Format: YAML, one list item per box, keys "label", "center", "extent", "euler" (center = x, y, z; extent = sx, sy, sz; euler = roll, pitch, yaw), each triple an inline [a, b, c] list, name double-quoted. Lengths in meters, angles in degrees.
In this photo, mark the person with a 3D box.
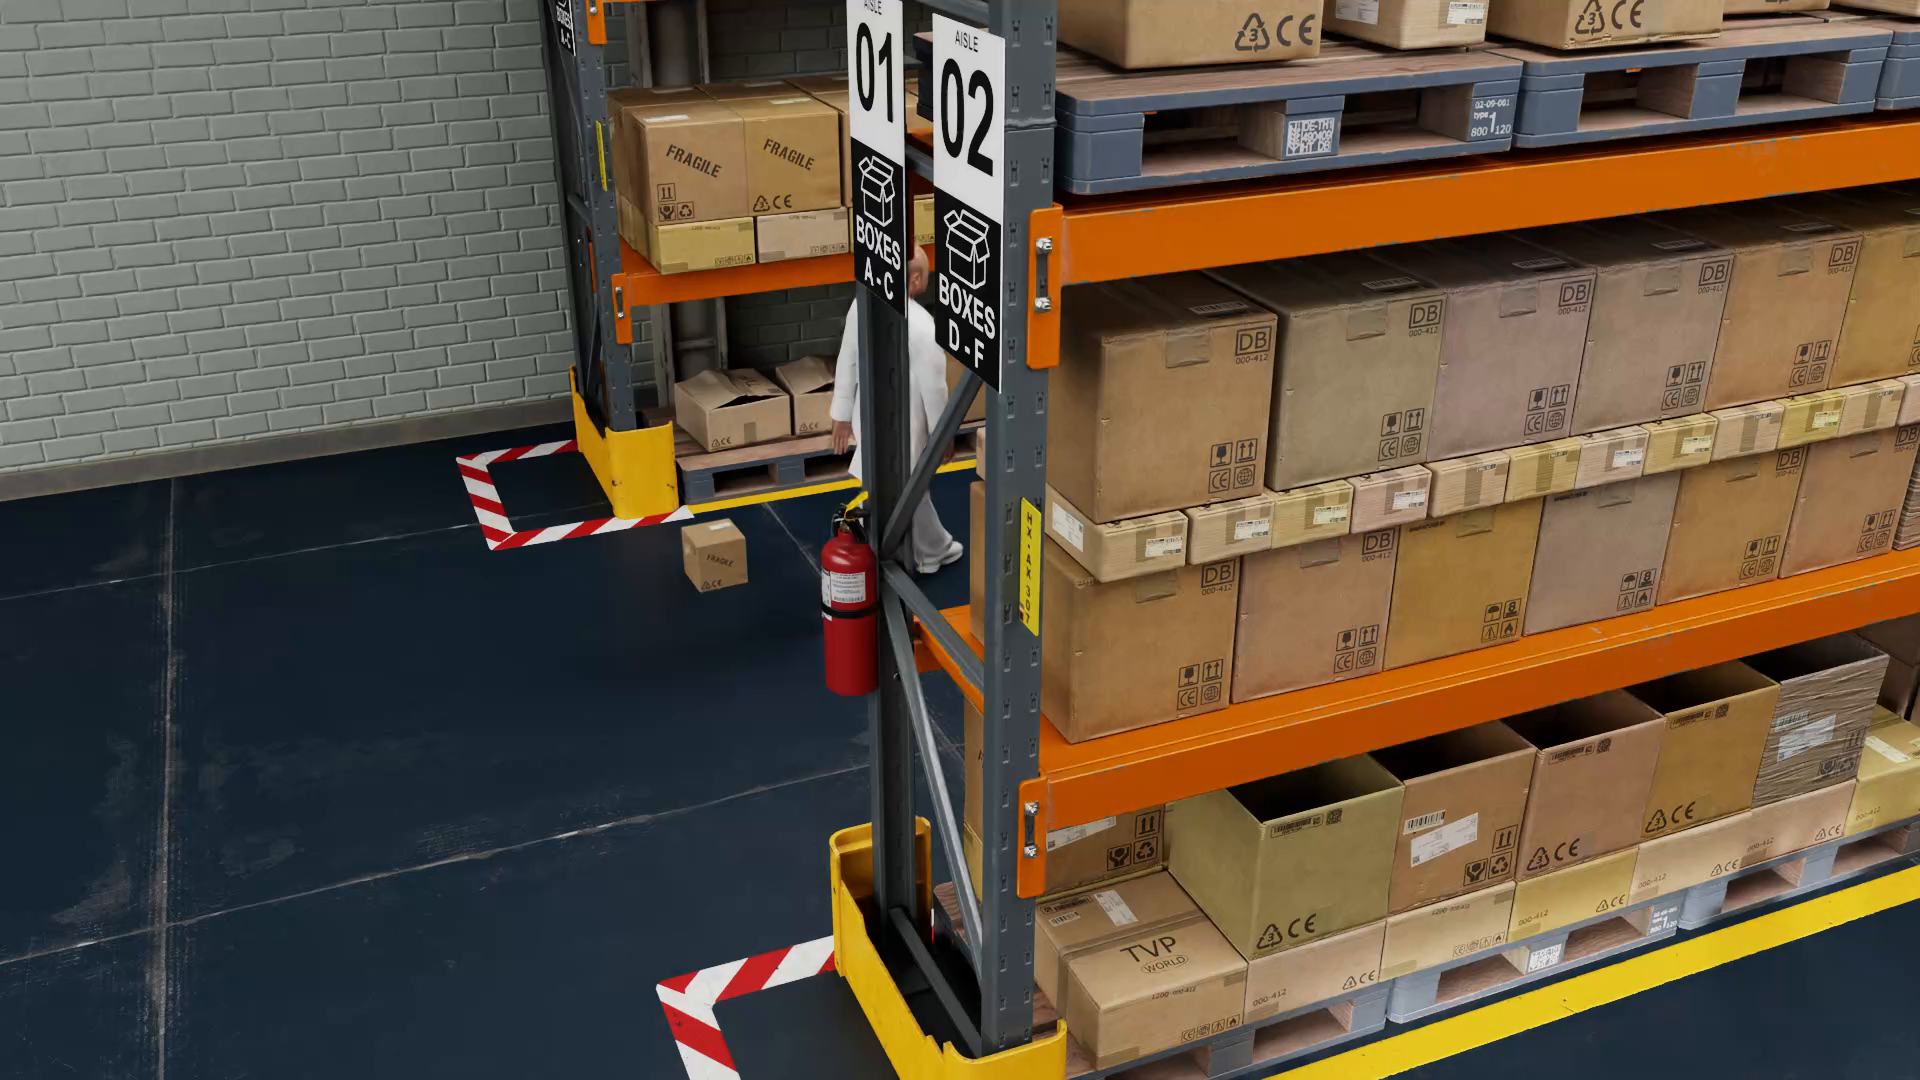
- label: "person"
  center: [-0.266, -0.520, 7.686]
  extent: [0.947, 1.735, 0.587]
  euler: [-18, 31, -33]
